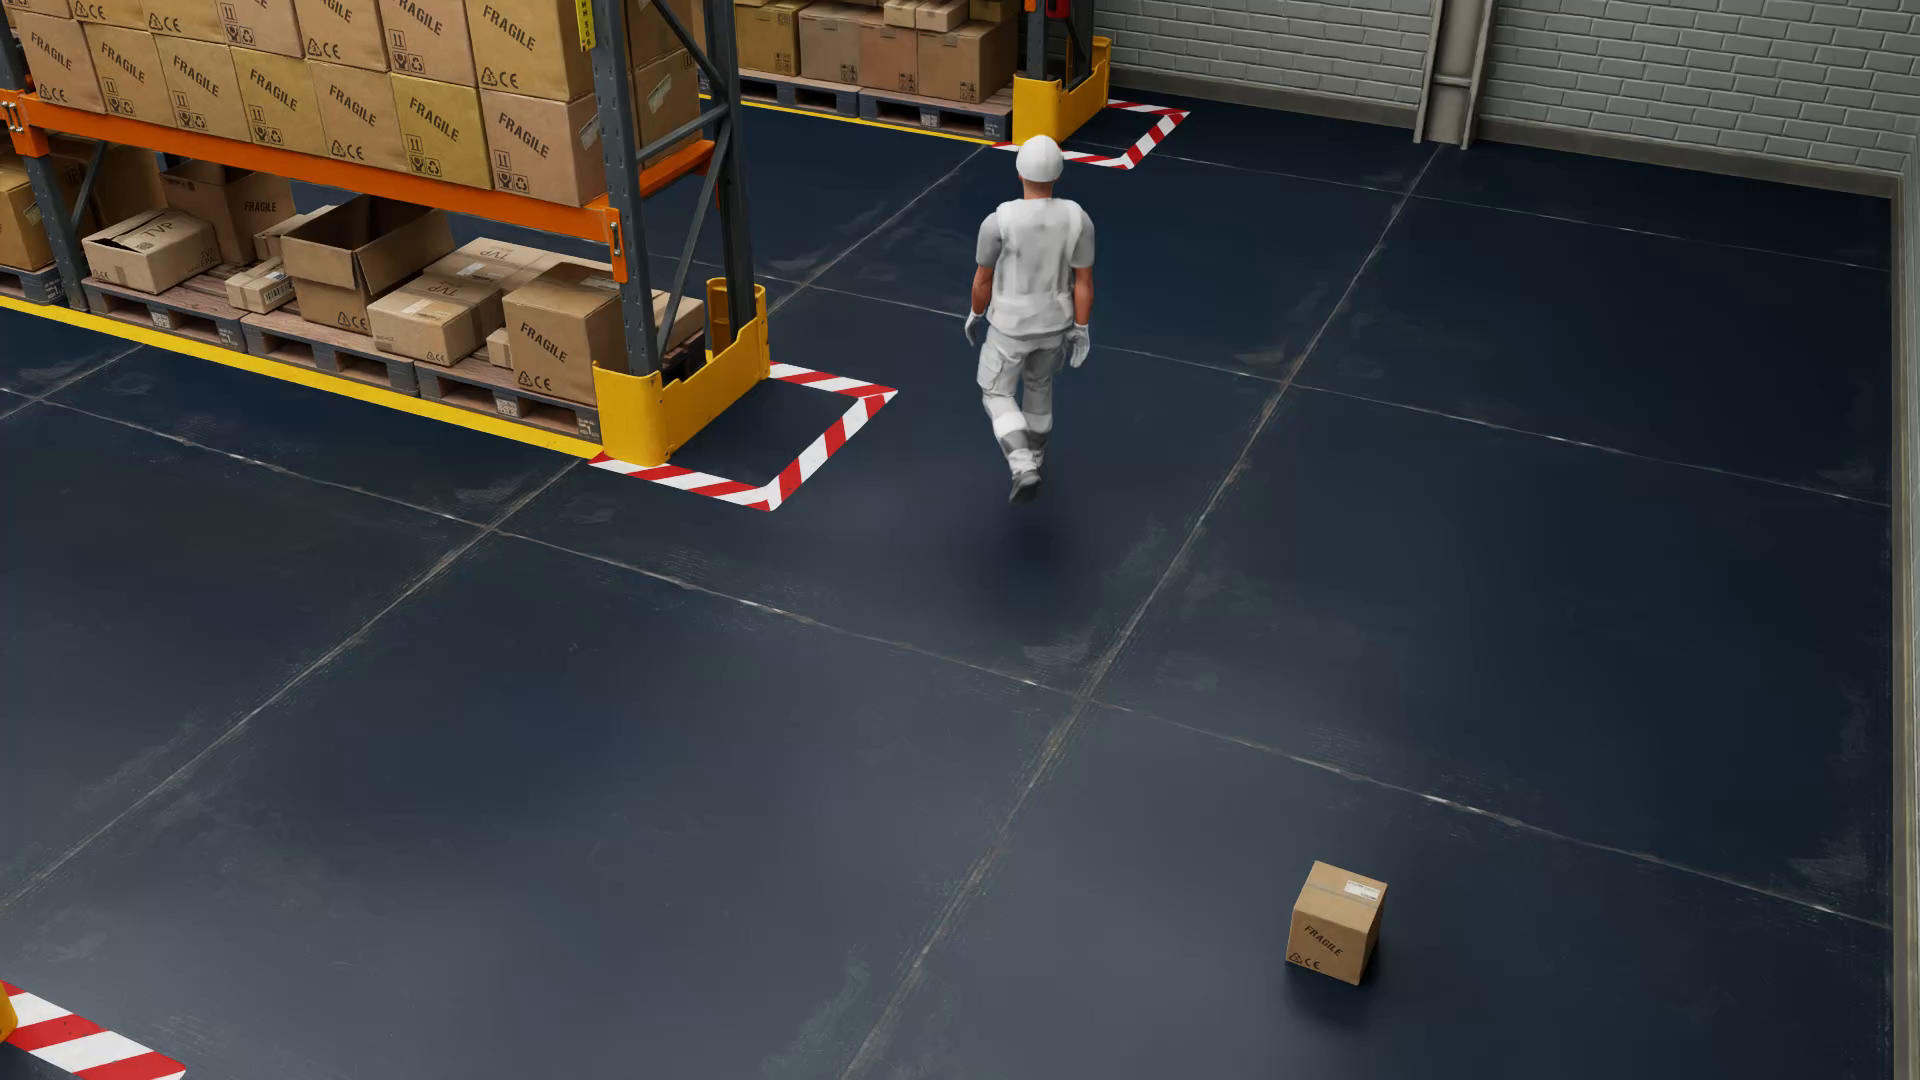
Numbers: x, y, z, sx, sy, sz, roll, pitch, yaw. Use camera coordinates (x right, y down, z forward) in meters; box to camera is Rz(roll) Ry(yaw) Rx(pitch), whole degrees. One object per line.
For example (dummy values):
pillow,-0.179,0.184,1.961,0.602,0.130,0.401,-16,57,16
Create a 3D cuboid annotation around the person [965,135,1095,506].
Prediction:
person,0.324,-0.973,7.564,0.548,1.767,0.798,-7,34,-11
